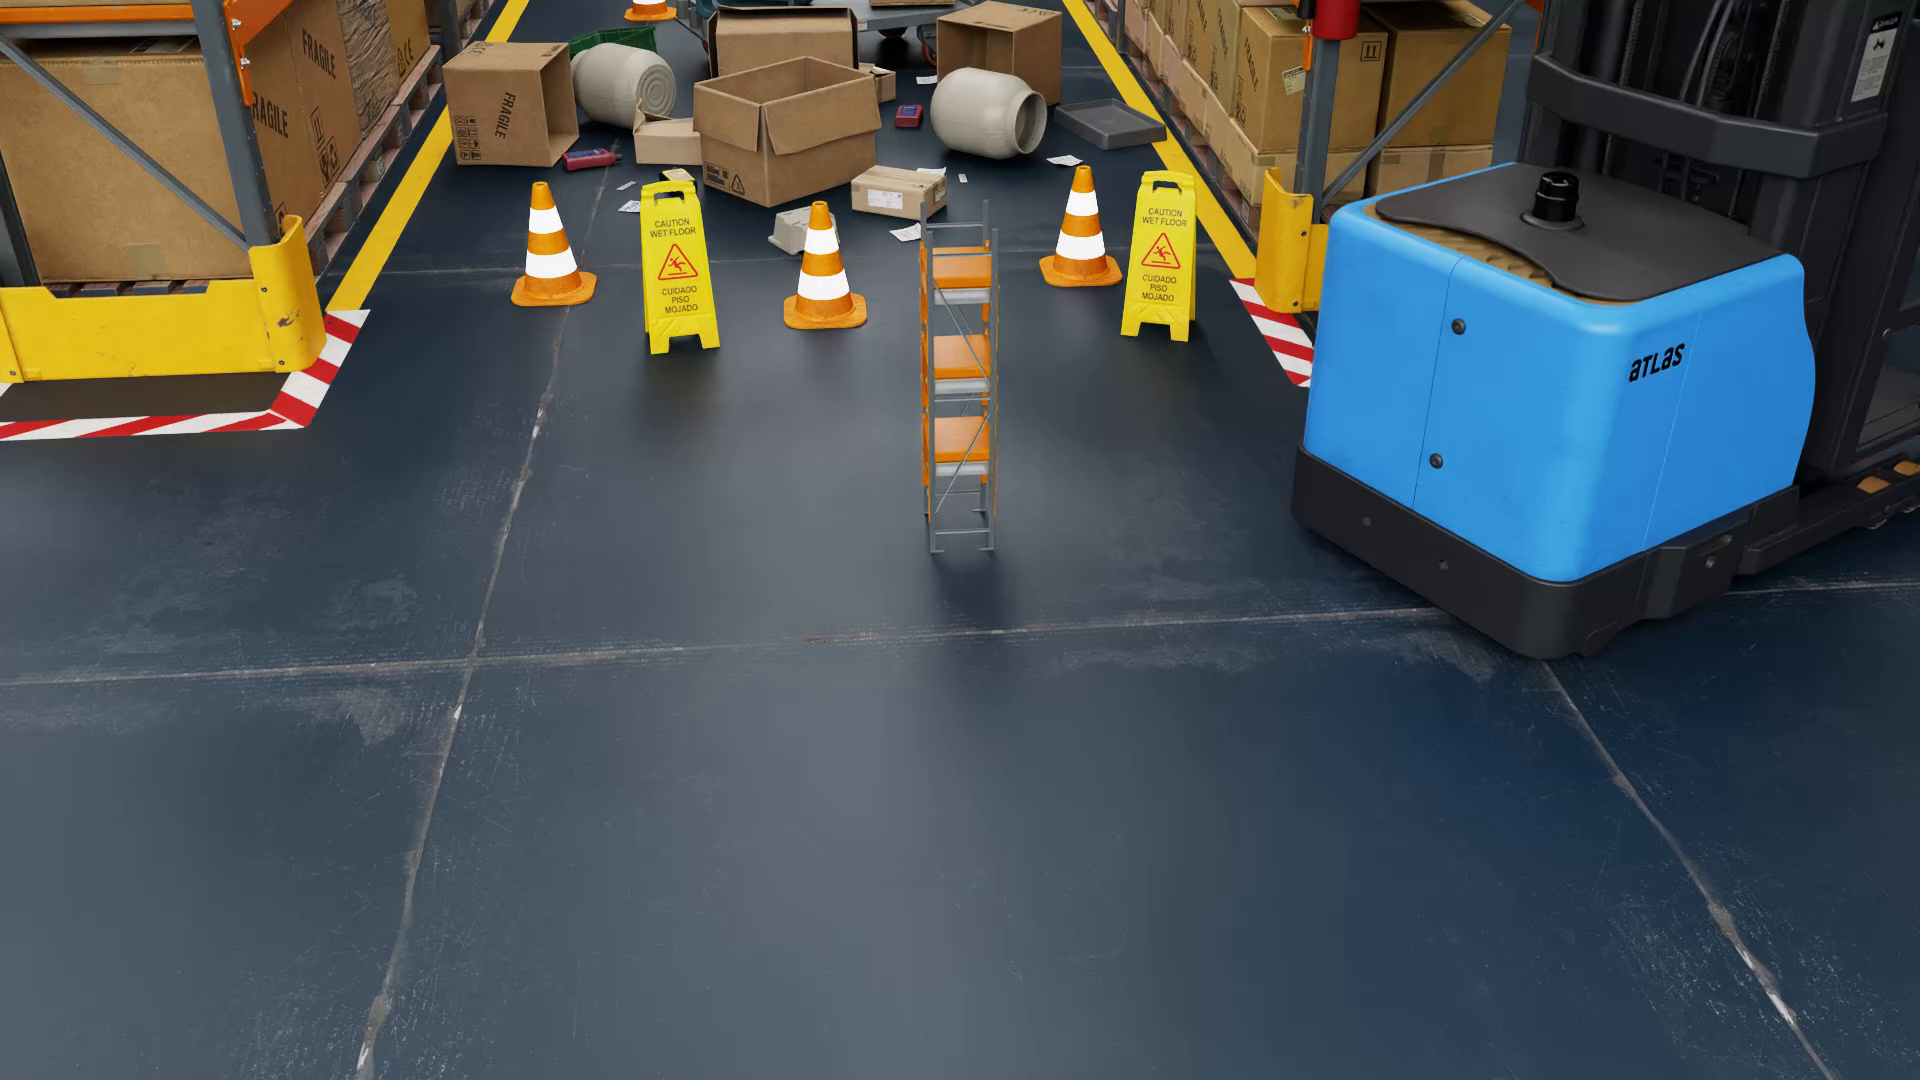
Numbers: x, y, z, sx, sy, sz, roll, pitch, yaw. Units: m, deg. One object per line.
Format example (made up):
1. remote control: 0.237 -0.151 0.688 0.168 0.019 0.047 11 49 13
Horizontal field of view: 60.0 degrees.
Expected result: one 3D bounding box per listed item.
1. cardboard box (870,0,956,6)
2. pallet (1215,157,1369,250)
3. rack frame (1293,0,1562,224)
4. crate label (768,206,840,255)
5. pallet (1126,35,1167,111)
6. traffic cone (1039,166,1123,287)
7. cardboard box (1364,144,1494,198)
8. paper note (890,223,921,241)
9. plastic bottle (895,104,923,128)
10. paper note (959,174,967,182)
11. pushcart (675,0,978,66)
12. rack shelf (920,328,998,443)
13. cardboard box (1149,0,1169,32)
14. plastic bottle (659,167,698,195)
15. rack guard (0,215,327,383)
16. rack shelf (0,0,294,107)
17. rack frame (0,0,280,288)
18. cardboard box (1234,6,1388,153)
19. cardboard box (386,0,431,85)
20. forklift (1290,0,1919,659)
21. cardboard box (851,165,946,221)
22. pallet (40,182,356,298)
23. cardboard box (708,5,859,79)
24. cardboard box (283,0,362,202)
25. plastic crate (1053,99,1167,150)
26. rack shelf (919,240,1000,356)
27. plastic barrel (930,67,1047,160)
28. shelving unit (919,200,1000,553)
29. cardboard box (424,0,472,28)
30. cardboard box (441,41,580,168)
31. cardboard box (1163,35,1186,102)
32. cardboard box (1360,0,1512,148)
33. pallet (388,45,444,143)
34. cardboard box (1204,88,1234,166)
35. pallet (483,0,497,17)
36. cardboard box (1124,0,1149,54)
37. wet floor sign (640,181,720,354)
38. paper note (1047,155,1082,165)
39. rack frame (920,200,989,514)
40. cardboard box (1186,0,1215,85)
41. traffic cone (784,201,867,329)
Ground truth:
1. cardboard box: -0.298 -3.484 9.857 0.500 0.500 0.500 -3 31 -5
2. pallet: 1.797 -1.549 7.637 1.003 0.211 1.213 -3 31 -5
3. rack frame: 1.845 -2.290 6.159 1.000 3.000 0.127 -3 31 -5
4. crate label: -0.688 -1.391 7.445 0.250 0.136 0.298 -20 36 -30
5. pallet: 1.569 -2.794 9.722 1.003 0.211 1.213 -3 31 -5
6. traffic cone: 0.521 -1.359 7.074 0.336 0.463 0.334 -3 31 -5
7. cardboard box: 2.045 -1.715 7.469 0.500 0.250 0.500 -3 31 -5
8. paper note: -0.225 -1.403 7.569 0.148 0.019 0.142 -14 33 -22
9. plastic bottle: -0.275 -2.322 9.078 0.133 0.061 0.283 2 31 4
10. paper note: 0.014 -1.794 8.244 0.032 0.001 0.123 -3 31 -5
11. pushcart: -0.794 -3.072 10.025 1.648 0.377 0.936 -14 33 -22
12. rack shelf: -0.005 -0.469 5.032 0.215 0.259 0.240 -3 31 -5
13. cardboard box: 1.320 -3.067 9.001 0.500 0.500 0.500 -2 31 -3
14. plastic bottle: -1.392 -1.766 8.147 0.133 0.061 0.283 -14 33 -22
15. rack guard: -3.071 -0.916 6.296 1.175 0.500 0.348 -3 31 -5
16. rack shelf: -3.261 -2.714 7.570 1.077 0.370 4.000 -3 31 -5
17. rack frame: -3.074 -2.002 5.676 1.000 3.000 0.127 -3 31 -5
18. cardboard box: 1.511 -2.009 7.228 0.500 0.500 0.500 -3 31 -4
19. cardboard box: -3.458 -2.988 8.989 0.875 0.875 0.875 -2 31 -4
20. forklift: 2.557 -1.500 4.903 3.031 2.935 1.130 -19 36 -28
21. cardboard box: -0.288 -1.639 7.848 0.380 0.149 0.250 13 33 21
22. pallet: -3.226 -1.209 7.068 1.003 0.211 1.213 -3 31 -5
23. cardboard box: -0.935 -2.529 8.862 0.797 0.637 0.503 -3 31 -5
24. cardboard box: -3.287 -2.062 7.439 0.875 0.875 0.875 -3 31 -5
25. plastic crate: 0.802 -2.238 8.919 0.402 0.080 0.583 -14 33 -22
26. rack shelf: -0.005 -0.713 4.886 0.215 0.259 0.240 -3 31 -5
27. plastic barrel: 0.145 -2.166 8.464 0.512 0.421 0.421 20 36 29
28. shelving unit: -0.005 -0.478 5.027 0.215 1.050 0.252 -3 31 -5
29. cardboard box: -3.595 -3.571 10.088 1.050 0.750 0.750 -3 31 -5
30. cardboard box: -2.281 -2.228 8.491 0.500 0.500 0.500 2 31 4
31. cardboard box: 1.371 -2.476 8.741 0.500 0.250 0.500 -3 31 -5
32. cardboard box: 2.042 -2.049 7.296 0.500 0.500 0.500 -4 31 -6
33. pallet: -3.454 -2.455 9.154 1.003 0.211 1.213 -3 31 -5
34. cardboard box: 1.461 -1.955 7.870 0.500 0.250 0.500 -3 31 -4
35. pallet: -3.712 -3.861 11.509 1.003 0.211 1.213 -3 31 -5
36. cardboard box: 1.258 -3.018 9.650 0.500 0.250 0.500 -4 31 -7
37. wet floor sign: -1.100 -1.071 6.414 0.267 0.644 0.232 -8 32 -13
38. paper note: 0.537 -1.937 8.463 0.142 0.019 0.148 -14 33 -22
39. rack frame: -0.016 -0.540 5.131 0.200 1.050 0.008 -3 31 -5
40. cardboard box: 1.418 -2.533 8.106 0.500 0.500 0.500 -3 31 -6
41. traffic cone: -0.553 -1.132 6.694 0.336 0.463 0.334 -3 31 -5
